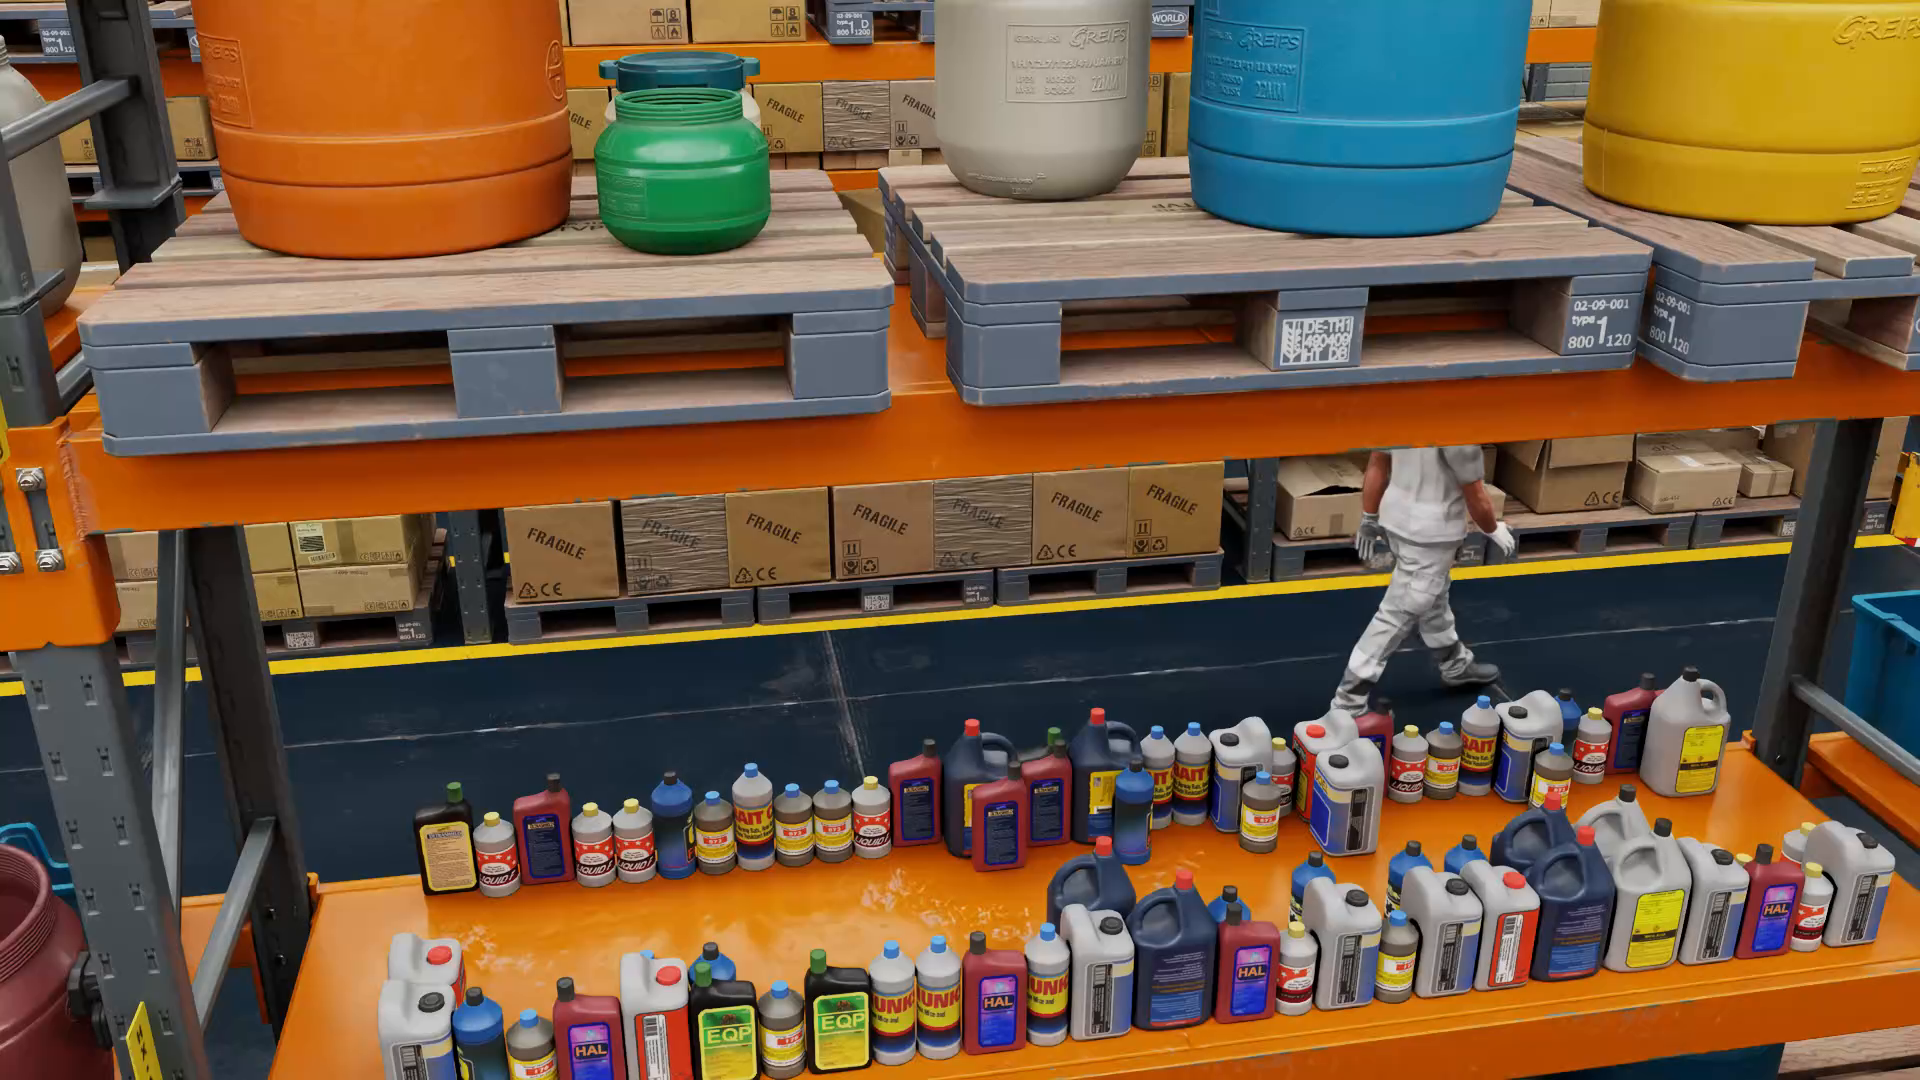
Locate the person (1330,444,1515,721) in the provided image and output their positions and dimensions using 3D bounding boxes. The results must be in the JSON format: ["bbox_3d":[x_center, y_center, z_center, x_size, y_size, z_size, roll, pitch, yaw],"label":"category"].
[{"bbox_3d":[2.071,-0.055,7.141,1.010,1.733,0.522,-8,24,-18],"label":"person"}]
